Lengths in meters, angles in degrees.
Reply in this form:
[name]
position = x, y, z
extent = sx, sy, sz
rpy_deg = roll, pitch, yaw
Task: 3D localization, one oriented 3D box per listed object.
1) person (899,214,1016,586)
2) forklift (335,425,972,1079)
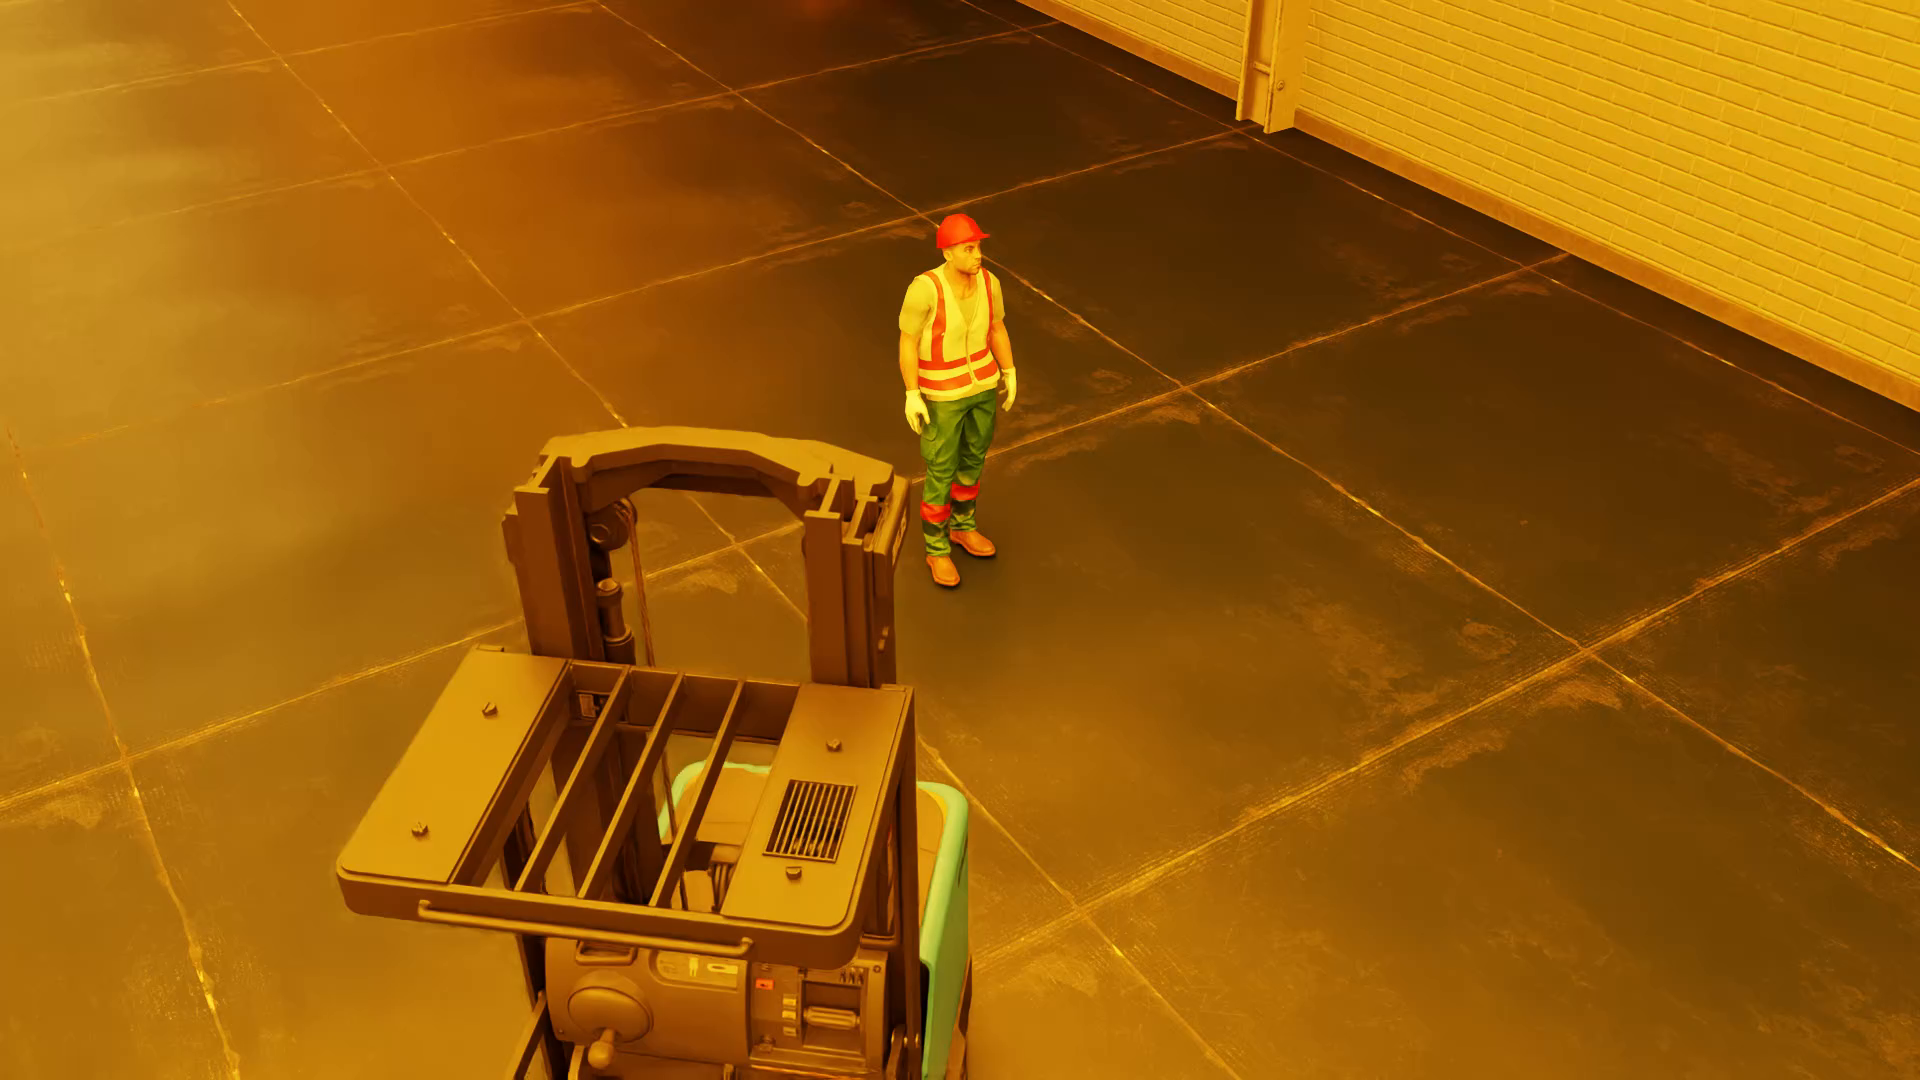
[person]
position = 0.035, -0.695, 8.119
extent = 0.638, 1.789, 0.562
rpy_deg = -21, 40, -27
[forklift]
position = -0.687, 1.308, 4.285
extent = 1.130, 2.935, 3.031
rpy_deg = 5, 35, 7
